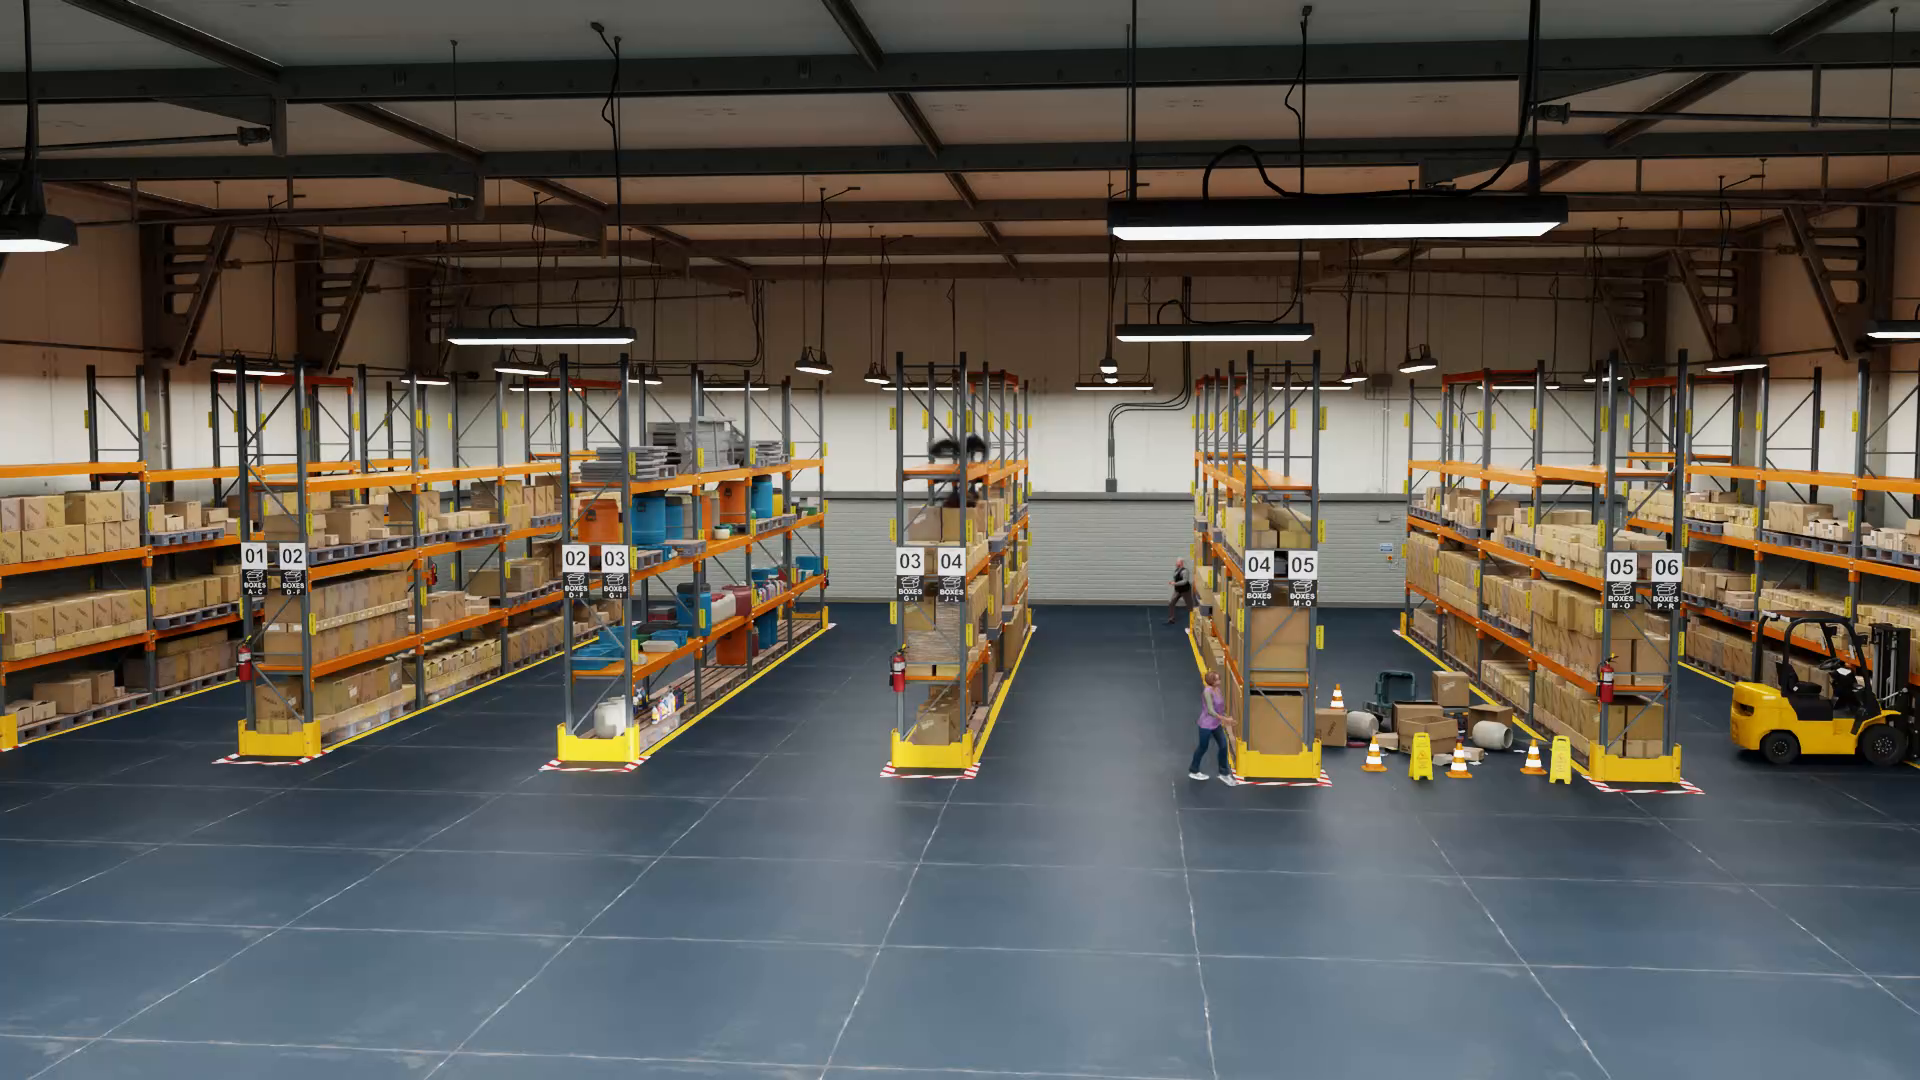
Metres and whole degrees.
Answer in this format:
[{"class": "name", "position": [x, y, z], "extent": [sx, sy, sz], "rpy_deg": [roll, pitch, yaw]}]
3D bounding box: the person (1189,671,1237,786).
[{"class": "person", "position": [3.490, 2.589, 22.922], "extent": [0.754, 1.589, 0.497], "rpy_deg": [3, 5, 40]}]

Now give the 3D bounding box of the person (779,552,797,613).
[{"class": "person", "position": [-4.412, 1.133, 41.428], "extent": [0.808, 1.752, 0.601], "rpy_deg": [1, 4, 9]}]

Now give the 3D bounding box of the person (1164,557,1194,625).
[{"class": "person", "position": [5.426, 1.248, 40.311], "extent": [0.959, 1.666, 0.612], "rpy_deg": [-2, 5, -29]}]

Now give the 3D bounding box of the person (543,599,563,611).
[{"class": "person", "position": [-10.743, 1.075, 43.945], "extent": [0.790, 1.684, 0.600], "rpy_deg": [2, 5, 26]}]

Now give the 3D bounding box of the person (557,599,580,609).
[{"class": "person", "position": [-9.849, 1.187, 42.123], "extent": [0.829, 1.625, 0.600], "rpy_deg": [1, 4, 11]}]
